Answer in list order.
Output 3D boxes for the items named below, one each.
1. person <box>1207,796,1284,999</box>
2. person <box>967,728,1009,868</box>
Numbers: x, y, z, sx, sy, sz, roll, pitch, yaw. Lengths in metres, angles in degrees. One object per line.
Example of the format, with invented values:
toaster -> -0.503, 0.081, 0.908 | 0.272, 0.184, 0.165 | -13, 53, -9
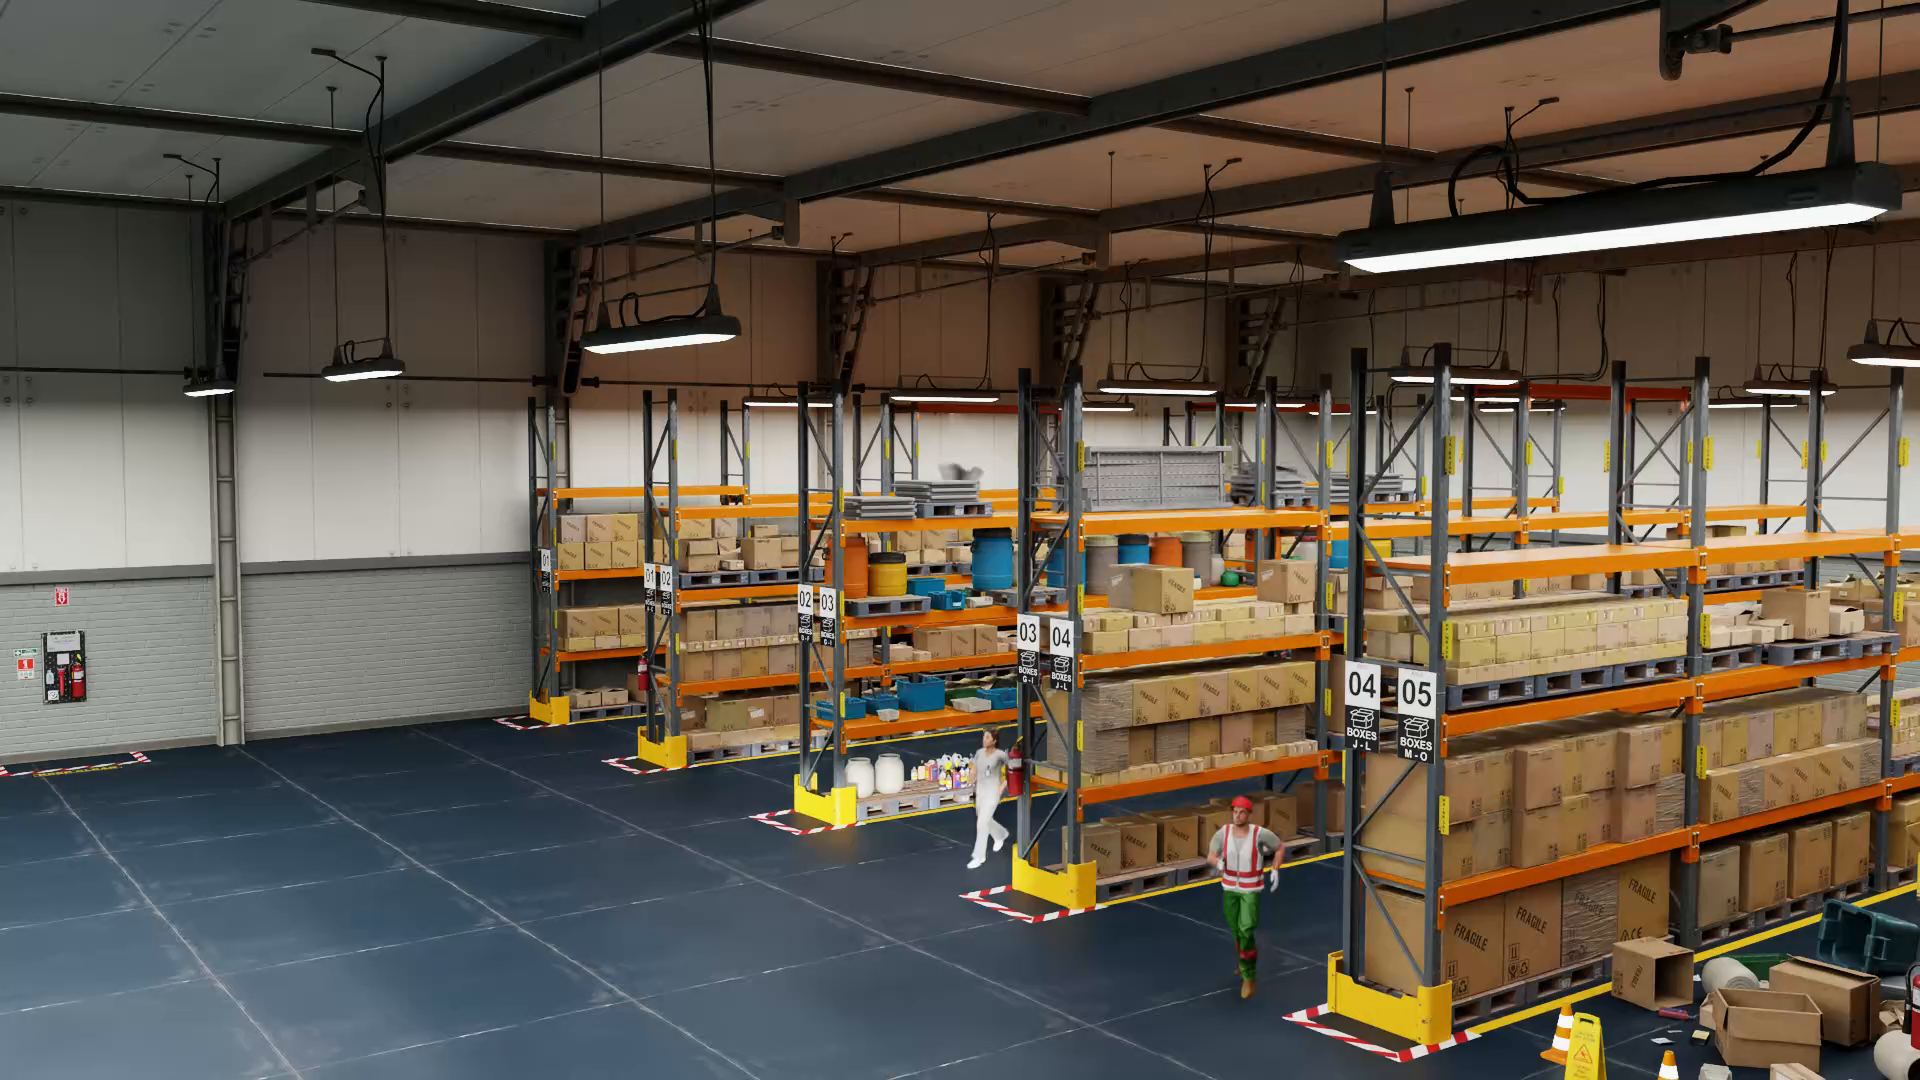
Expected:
person -> 2.657, 3.342, 15.693 | 0.665, 1.858, 0.725 | 2, 4, 30
person -> 0.401, 3.136, 20.421 | 0.578, 1.682, 0.839 | 3, 4, 41
